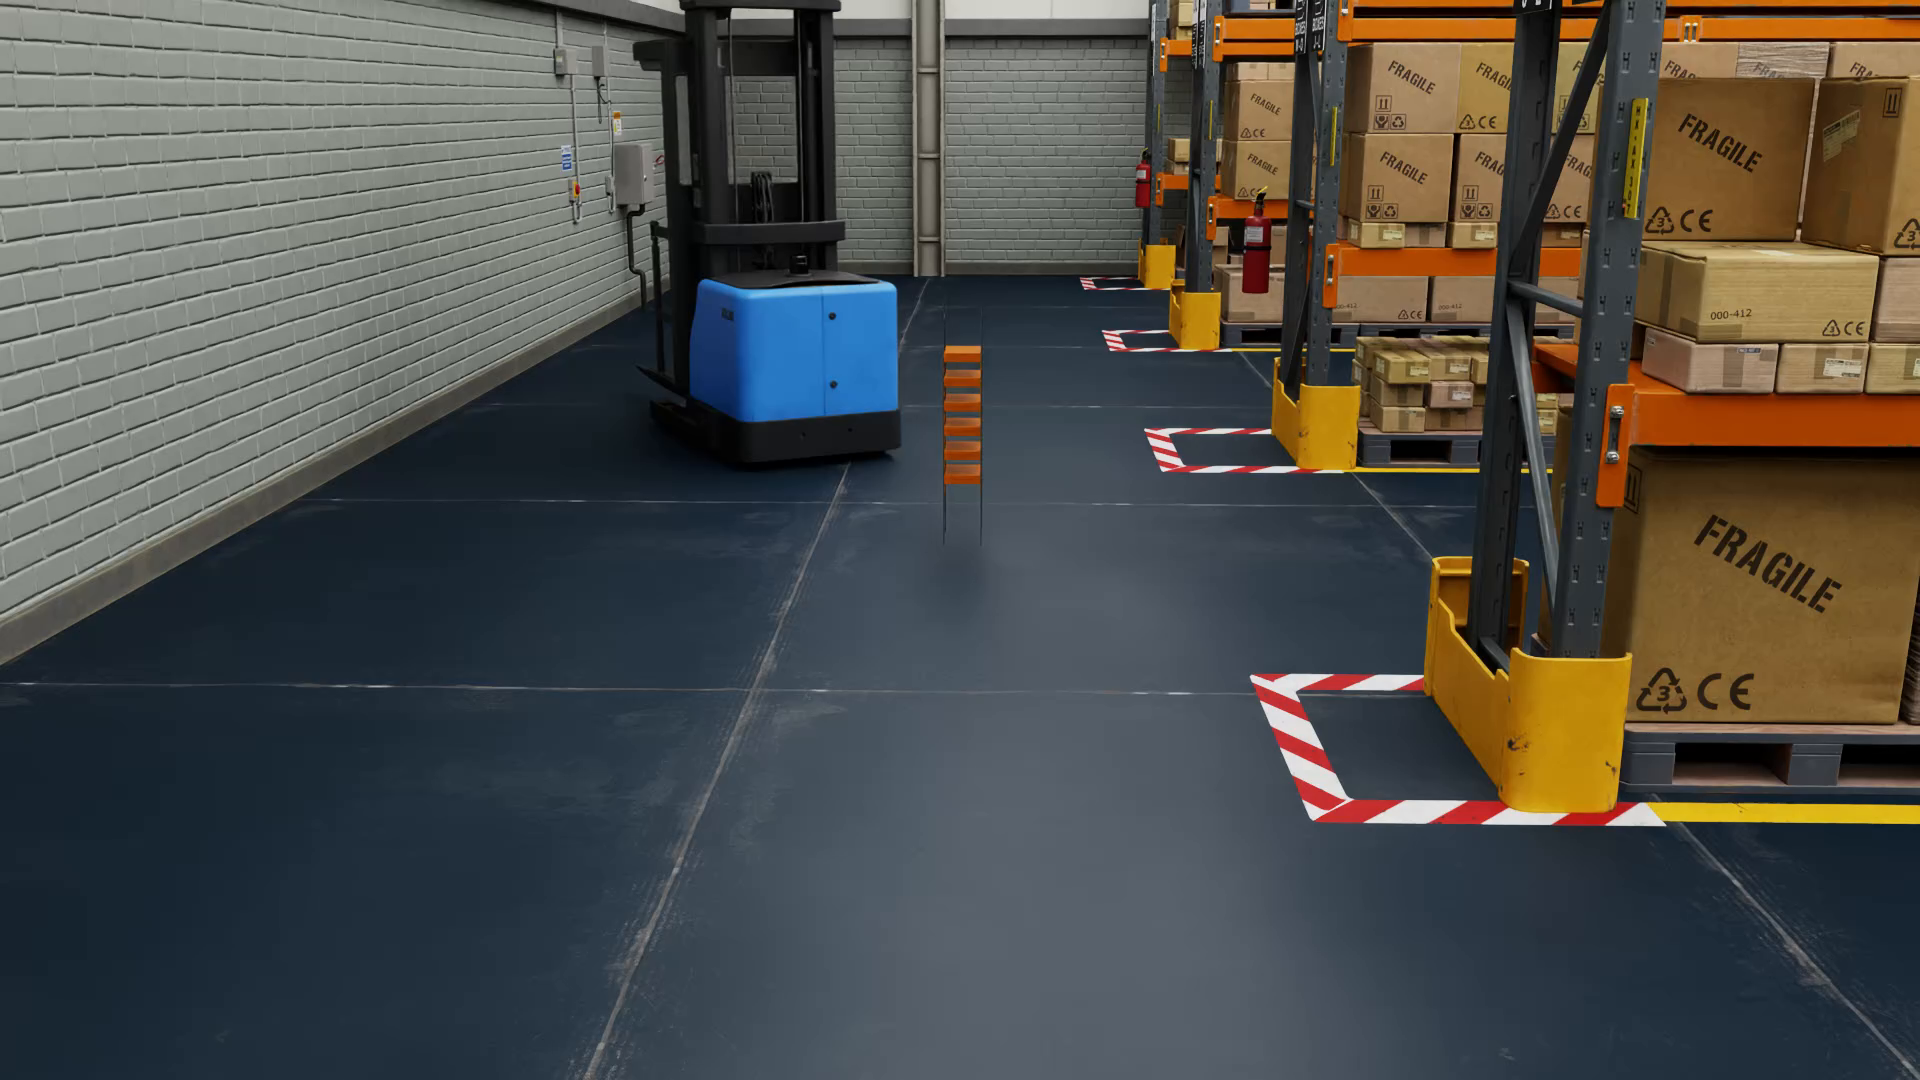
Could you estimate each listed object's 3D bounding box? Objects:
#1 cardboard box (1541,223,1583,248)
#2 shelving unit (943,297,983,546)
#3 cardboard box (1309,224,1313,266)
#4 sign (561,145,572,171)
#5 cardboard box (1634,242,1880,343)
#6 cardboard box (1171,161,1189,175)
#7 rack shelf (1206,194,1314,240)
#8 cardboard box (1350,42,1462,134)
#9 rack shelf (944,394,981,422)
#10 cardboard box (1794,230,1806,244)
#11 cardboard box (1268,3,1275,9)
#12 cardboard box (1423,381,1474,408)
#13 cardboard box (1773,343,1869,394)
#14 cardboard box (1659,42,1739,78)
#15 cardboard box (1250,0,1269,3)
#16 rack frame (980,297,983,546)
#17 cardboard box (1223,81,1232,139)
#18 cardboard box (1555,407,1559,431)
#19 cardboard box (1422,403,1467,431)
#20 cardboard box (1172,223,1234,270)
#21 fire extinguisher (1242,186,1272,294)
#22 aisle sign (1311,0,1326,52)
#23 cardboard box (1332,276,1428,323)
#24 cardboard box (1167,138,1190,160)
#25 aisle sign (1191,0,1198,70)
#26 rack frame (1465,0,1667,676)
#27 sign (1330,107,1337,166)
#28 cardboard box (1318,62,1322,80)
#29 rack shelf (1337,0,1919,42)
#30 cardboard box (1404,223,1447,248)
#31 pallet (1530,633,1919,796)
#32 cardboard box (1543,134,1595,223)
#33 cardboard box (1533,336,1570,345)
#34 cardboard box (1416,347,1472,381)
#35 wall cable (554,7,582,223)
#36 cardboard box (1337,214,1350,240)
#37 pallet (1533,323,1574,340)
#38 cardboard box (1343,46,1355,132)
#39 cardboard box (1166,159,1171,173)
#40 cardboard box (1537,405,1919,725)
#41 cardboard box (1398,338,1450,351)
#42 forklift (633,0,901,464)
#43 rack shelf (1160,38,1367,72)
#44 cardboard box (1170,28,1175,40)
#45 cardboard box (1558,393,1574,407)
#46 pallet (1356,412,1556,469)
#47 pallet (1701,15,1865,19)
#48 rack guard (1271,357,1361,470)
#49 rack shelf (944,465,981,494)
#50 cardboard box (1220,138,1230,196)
[{"bbox_3d":[3.512,-1.831,9.892,0.250,0.149,0.380,0,15,1],"label":"cardboard box"},{"bbox_3d":[0.014,-0.580,8.187,0.189,1.200,0.258,0,15,1],"label":"shelving unit"},{"bbox_3d":[4.277,-3.470,19.689,0.500,0.500,0.500,1,15,2],"label":"cardboard box"},{"bbox_3d":[-3.534,-3.432,14.938,0.001,0.218,0.327,0,15,1],"label":"sign"},{"bbox_3d":[2.386,-0.754,5.030,0.500,0.250,0.500,0,15,0],"label":"cardboard box"},{"bbox_3d":[2.611,-4.355,19.458,0.250,0.149,0.380,0,15,1],"label":"cardboard box"},{"bbox_3d":[4.165,-2.921,14.943,4.000,0.370,1.077,0,15,1],"label":"rack shelf"},{"bbox_3d":[2.583,-2.624,9.668,0.500,0.500,0.500,0,15,1],"label":"cardboard box"},{"bbox_3d":[0.014,-0.653,8.167,0.180,0.103,0.258,0,15,1],"label":"rack shelf"},{"bbox_3d":[2.911,-0.887,5.535,0.500,0.250,0.500,0,15,0],"label":"cardboard box"},{"bbox_3d":[3.745,-5.993,19.005,0.500,0.250,0.500,0,15,0],"label":"cardboard box"},{"bbox_3d":[2.930,-0.903,10.064,0.250,0.149,0.380,0,15,1],"label":"cardboard box"},{"bbox_3d":[2.516,-0.546,5.021,0.250,0.149,0.380,0,15,1],"label":"cardboard box"},{"bbox_3d":[4.116,-2.611,9.618,0.500,0.500,0.500,0,15,0],"label":"cardboard box"},{"bbox_3d":[3.234,-6.237,18.949,0.500,0.250,0.500,0,15,1],"label":"cardboard box"},{"bbox_3d":[0.106,-0.579,8.184,0.006,1.200,0.240,0,15,1],"label":"rack frame"},{"bbox_3d":[2.654,-3.872,14.979,0.500,0.500,0.500,1,15,3],"label":"cardboard box"},{"bbox_3d":[3.678,-0.771,10.148,0.250,0.149,0.380,0,15,2],"label":"cardboard box"},{"bbox_3d":[2.920,-0.778,10.174,0.250,0.149,0.380,0,15,1],"label":"cardboard box"},{"bbox_3d":[2.898,-3.516,19.857,0.637,0.503,0.797,0,15,-1],"label":"cardboard box"},{"bbox_3d":[1.901,-1.921,10.624,0.183,0.674,0.296,0,15,1],"label":"fire extinguisher"},{"bbox_3d":[2.060,-3.200,9.494,0.004,0.787,0.394,0,15,1],"label":"aisle sign"},{"bbox_3d":[3.743,-2.264,15.240,0.875,0.438,0.875,1,15,3],"label":"cardboard box"},{"bbox_3d":[2.756,-4.684,19.925,0.500,0.250,0.500,1,15,3],"label":"cardboard box"},{"bbox_3d":[2.102,-4.619,14.871,0.004,0.787,0.394,0,15,1],"label":"aisle sign"},{"bbox_3d":[1.913,-0.755,5.322,0.127,3.000,1.000,0,15,1],"label":"rack frame"},{"bbox_3d":[2.127,-2.300,9.479,0.005,0.325,0.100,0,15,1],"label":"sign"},{"bbox_3d":[3.034,-4.040,14.347,0.250,0.149,0.380,1,15,3],"label":"cardboard box"},{"bbox_3d":[4.140,-3.109,9.773,4.000,0.370,1.077,0,15,1],"label":"rack shelf"},{"bbox_3d":[2.712,-1.821,9.855,0.250,0.149,0.380,1,15,3],"label":"cardboard box"},{"bbox_3d":[2.714,0.579,5.734,1.213,0.211,1.003,0,15,1],"label":"pallet"},{"bbox_3d":[3.607,-2.135,9.772,0.500,0.500,0.500,1,15,2],"label":"cardboard box"},{"bbox_3d":[3.715,-1.202,10.614,0.250,0.149,0.380,1,15,4],"label":"cardboard box"},{"bbox_3d":[2.934,-1.070,10.116,0.250,0.149,0.380,1,15,2],"label":"cardboard box"},{"bbox_3d":[-3.472,-3.819,14.884,0.123,1.953,0.585,0,15,1],"label":"wall cable"},{"bbox_3d":[2.474,-1.968,10.411,0.250,0.149,0.380,0,15,1],"label":"cardboard box"},{"bbox_3d":[5.406,-1.933,15.252,1.213,0.211,1.003,0,15,1],"label":"pallet"},{"bbox_3d":[2.604,-2.755,10.165,0.500,0.500,0.500,0,15,0],"label":"cardboard box"},{"bbox_3d":[2.627,-4.493,19.982,0.250,0.149,0.380,0,15,1],"label":"cardboard box"},{"bbox_3d":[2.555,0.053,5.601,0.875,0.875,0.875,0,15,1],"label":"cardboard box"},{"bbox_3d":[2.926,-1.176,10.518,0.250,0.149,0.380,1,15,3],"label":"cardboard box"},{"bbox_3d":[-1.457,-2.200,10.933,1.130,2.935,3.031,-7,16,-25],"label":"forklift"},{"bbox_3d":[4.288,-5.638,19.359,4.000,0.370,1.077,0,15,1],"label":"rack shelf"},{"bbox_3d":[2.615,-5.934,19.564,0.250,0.149,0.380,1,15,3],"label":"cardboard box"},{"bbox_3d":[3.698,-0.917,10.117,0.250,0.149,0.380,0,15,-1],"label":"cardboard box"},{"bbox_3d":[3.028,-0.656,10.413,1.213,0.211,1.003,0,15,1],"label":"pallet"},{"bbox_3d":[7.082,-4.621,14.469,1.217,0.209,0.805,0,15,-1],"label":"pallet"},{"bbox_3d":[2.216,-0.810,10.431,0.348,0.500,1.175,0,15,1],"label":"rack guard"},{"bbox_3d":[0.014,-0.305,8.259,0.180,0.103,0.258,0,15,1],"label":"rack shelf"},{"bbox_3d":[2.655,-3.395,15.132,0.500,0.500,0.500,0,15,2],"label":"cardboard box"}]
